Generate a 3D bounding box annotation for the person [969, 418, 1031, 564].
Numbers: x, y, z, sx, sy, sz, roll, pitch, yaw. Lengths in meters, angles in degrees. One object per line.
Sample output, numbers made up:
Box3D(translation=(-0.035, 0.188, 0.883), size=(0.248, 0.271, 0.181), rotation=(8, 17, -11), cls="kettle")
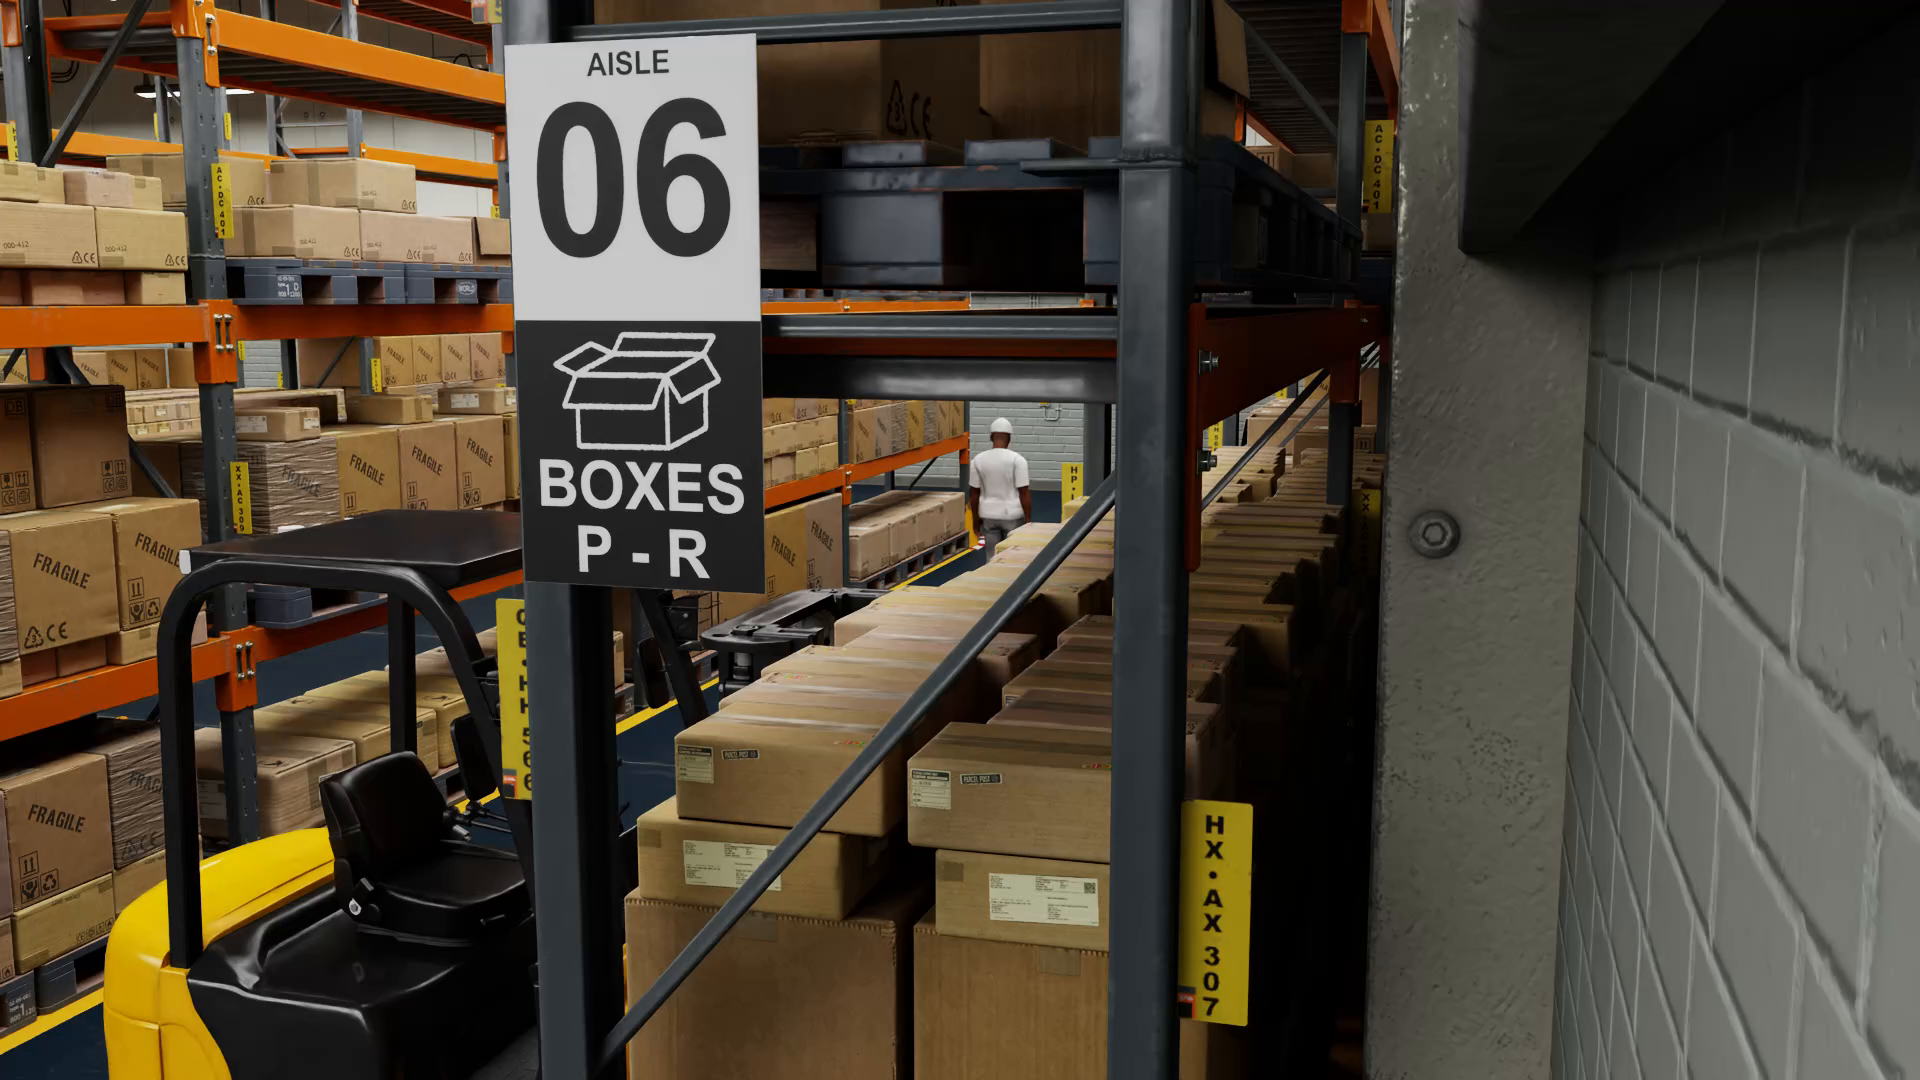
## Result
Box3D(translation=(0.391, -0.195, 14.803), size=(0.582, 1.785, 0.471), rotation=(3, 9, 22), cls="person")
